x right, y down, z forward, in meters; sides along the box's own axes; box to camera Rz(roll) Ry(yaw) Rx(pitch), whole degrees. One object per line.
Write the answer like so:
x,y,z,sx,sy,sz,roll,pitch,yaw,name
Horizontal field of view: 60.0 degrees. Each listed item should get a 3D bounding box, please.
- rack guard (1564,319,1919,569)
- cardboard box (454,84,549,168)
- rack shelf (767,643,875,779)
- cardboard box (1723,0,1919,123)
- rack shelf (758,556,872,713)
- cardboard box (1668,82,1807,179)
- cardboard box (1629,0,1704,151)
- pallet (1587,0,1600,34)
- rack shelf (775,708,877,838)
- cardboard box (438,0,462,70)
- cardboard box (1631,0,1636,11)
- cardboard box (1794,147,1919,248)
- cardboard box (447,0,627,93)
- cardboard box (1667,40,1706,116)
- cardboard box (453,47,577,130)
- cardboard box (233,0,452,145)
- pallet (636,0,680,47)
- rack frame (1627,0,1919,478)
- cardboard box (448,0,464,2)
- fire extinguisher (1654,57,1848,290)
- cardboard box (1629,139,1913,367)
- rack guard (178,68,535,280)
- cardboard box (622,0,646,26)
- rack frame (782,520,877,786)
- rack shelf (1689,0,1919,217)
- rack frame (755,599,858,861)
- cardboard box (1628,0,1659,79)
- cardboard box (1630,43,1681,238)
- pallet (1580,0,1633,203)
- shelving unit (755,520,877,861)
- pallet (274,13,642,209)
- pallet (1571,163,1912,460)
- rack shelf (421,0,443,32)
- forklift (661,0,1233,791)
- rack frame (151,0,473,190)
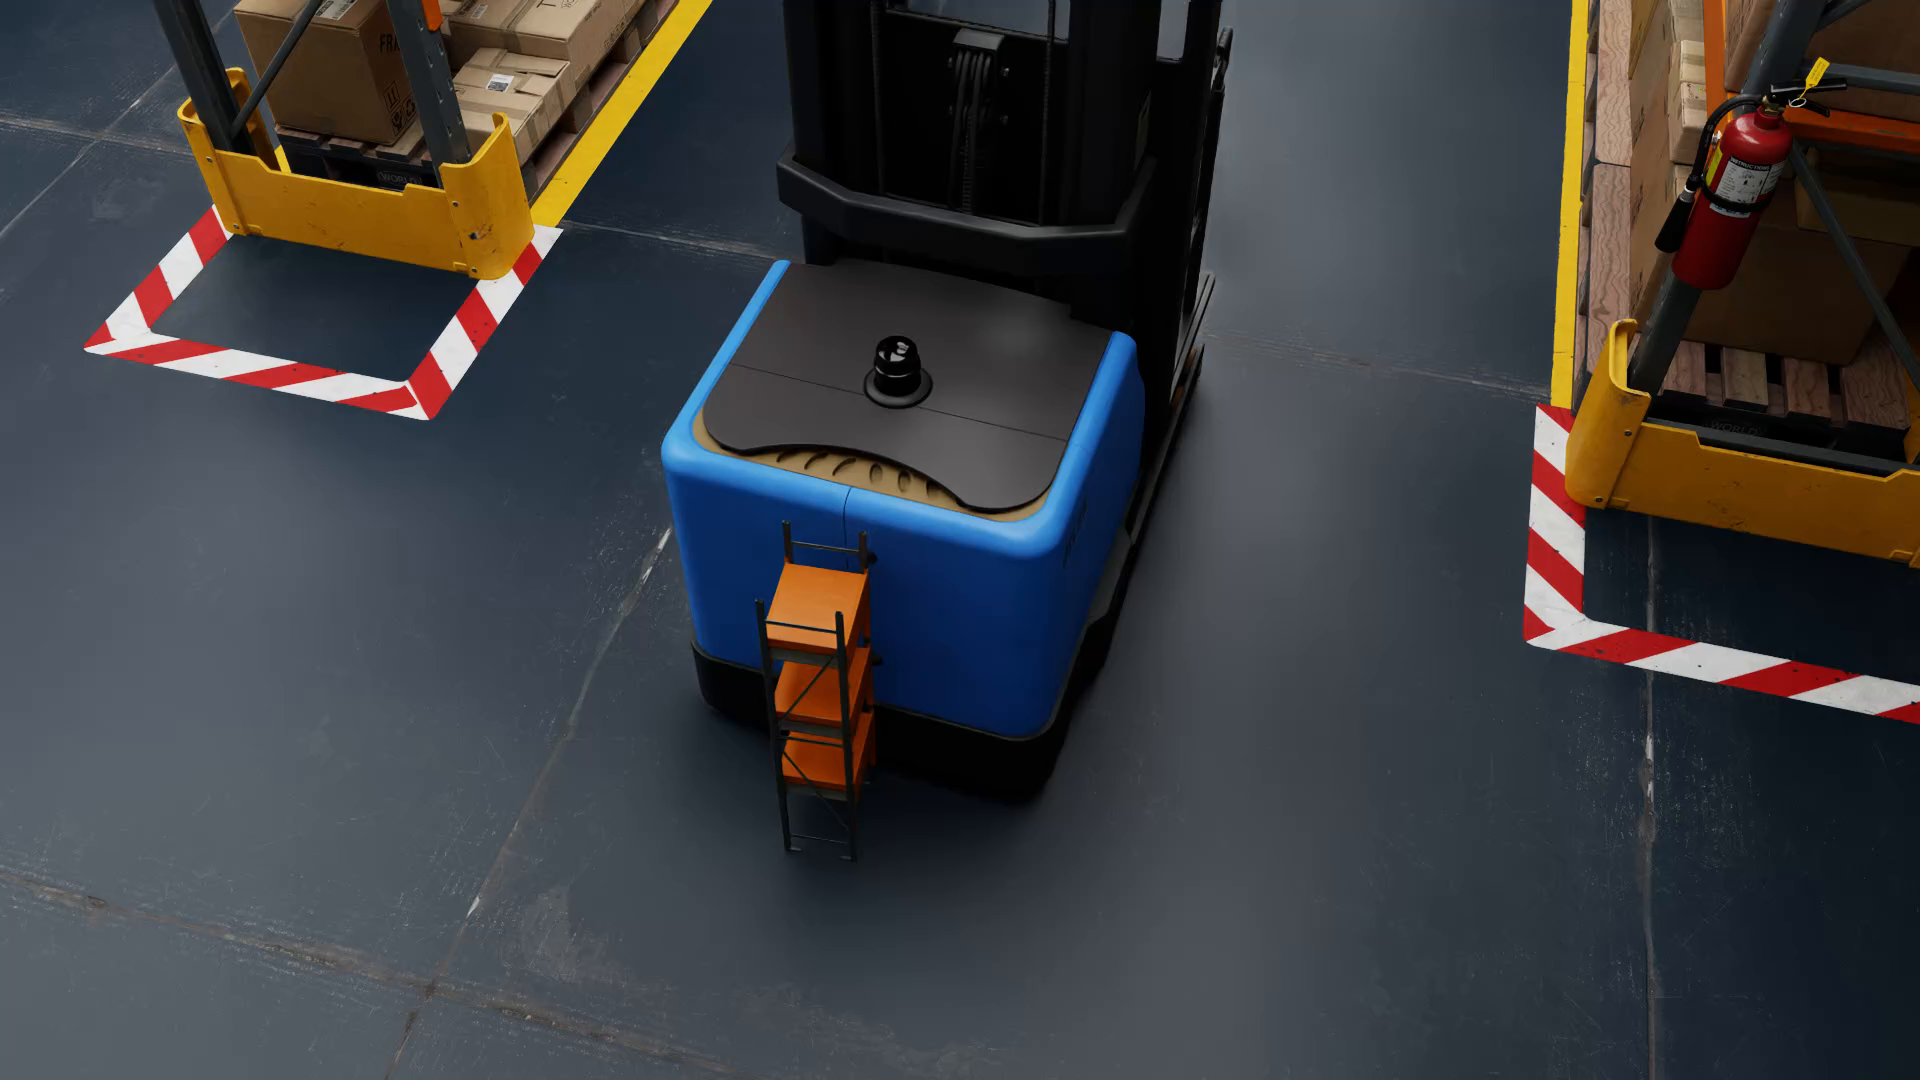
2.557,-0.297,5.179,1.175,0.500,0.348,12,50,10,rack guard
-1.775,-1.554,6.228,0.380,0.149,0.250,12,50,10,cardboard box
-0.346,0.417,4.192,0.215,0.259,0.240,8,48,6,rack shelf
2.688,-1.612,4.472,0.980,0.700,0.700,14,50,12,cardboard box
-0.342,0.227,3.981,0.215,0.259,0.240,8,48,6,rack shelf
2.509,-1.323,5.371,0.380,0.149,0.250,11,49,10,cardboard box
2.914,-1.705,6.141,0.700,0.500,0.500,10,49,9,cardboard box
3.340,-2.577,7.384,1.003,0.211,1.213,12,50,10,pallet
-0.350,0.602,4.399,0.215,0.259,0.240,8,48,6,rack shelf
-2.118,-2.041,6.647,0.380,0.166,0.250,12,50,10,cardboard box
3.185,-2.463,6.810,0.700,0.500,0.500,11,50,10,cardboard box
2.811,-1.064,5.143,0.380,0.149,0.250,12,50,10,cardboard box
-1.669,-2.051,6.600,0.500,0.250,0.500,12,50,10,cardboard box
2.575,-1.508,5.535,0.380,0.149,0.250,13,50,11,cardboard box
-1.709,-1.740,6.382,0.380,0.166,0.250,12,50,10,cardboard box
-2.312,-1.877,6.279,0.500,0.500,0.500,12,50,10,cardboard box
-1.665,-2.705,7.497,1.003,0.211,1.213,12,50,10,pallet
2.563,-1.141,4.257,1.000,3.000,0.127,12,50,10,rack frame
-2.033,-2.475,6.974,0.500,0.250,0.500,12,50,10,cardboard box
2.078,-0.974,4.410,0.296,0.674,0.183,12,50,10,fire extinguisher
2.651,-0.979,5.501,0.700,0.500,0.500,12,50,10,cardboard box
-2.197,-1.344,6.103,1.175,0.500,0.348,12,50,10,rack guard
-1.537,-2.413,6.919,0.500,0.250,0.500,12,50,10,cardboard box
-0.324,0.320,4.265,0.200,1.050,0.008,8,48,6,rack frame
3.089,-2.350,5.803,1.077,0.370,4.000,12,50,10,rack shelf
-0.368,0.499,4.104,0.200,1.050,0.008,8,48,6,rack frame
3.047,-2.092,6.483,0.700,0.500,0.500,13,50,11,cardboard box
2.782,-1.341,5.820,0.700,0.500,0.500,11,50,10,cardboard box
3.021,-1.692,6.603,1.003,0.211,1.213,12,50,10,pallet
-0.346,0.410,4.184,0.215,1.050,0.252,8,48,6,shelving unit
-1.988,-1.825,6.720,1.003,0.211,1.213,12,50,10,pallet
2.698,-0.812,5.826,1.003,0.211,1.213,12,50,10,pallet
-1.691,-3.325,6.664,1.077,0.370,4.000,12,50,10,rack shelf
0.195,-1.416,4.545,1.130,2.935,3.031,14,50,12,forklift
-2.217,-2.116,5.117,1.000,3.000,0.127,12,50,10,rack frame
